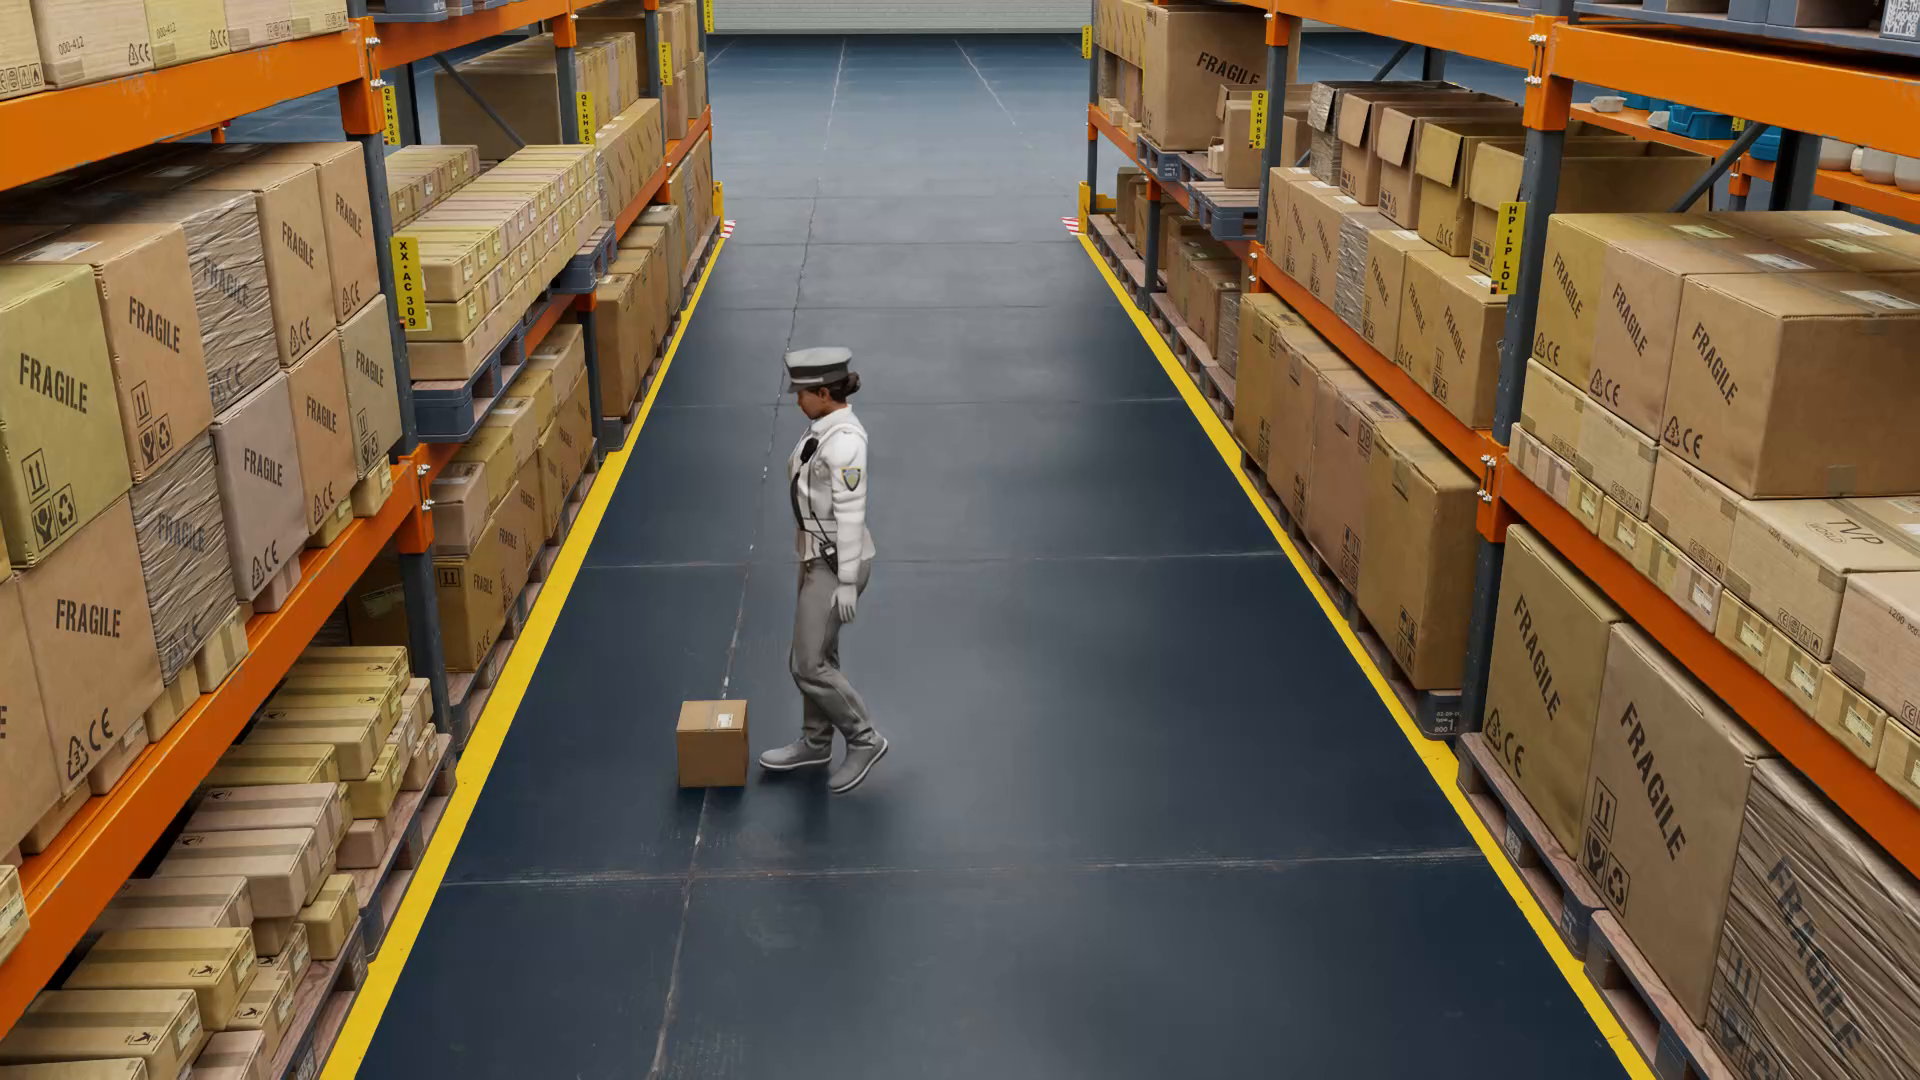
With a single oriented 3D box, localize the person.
[{"bbox_3d":[-0.542,0.109,6.226,0.484,1.667,0.516,-4,21,-11],"label":"person"}]
